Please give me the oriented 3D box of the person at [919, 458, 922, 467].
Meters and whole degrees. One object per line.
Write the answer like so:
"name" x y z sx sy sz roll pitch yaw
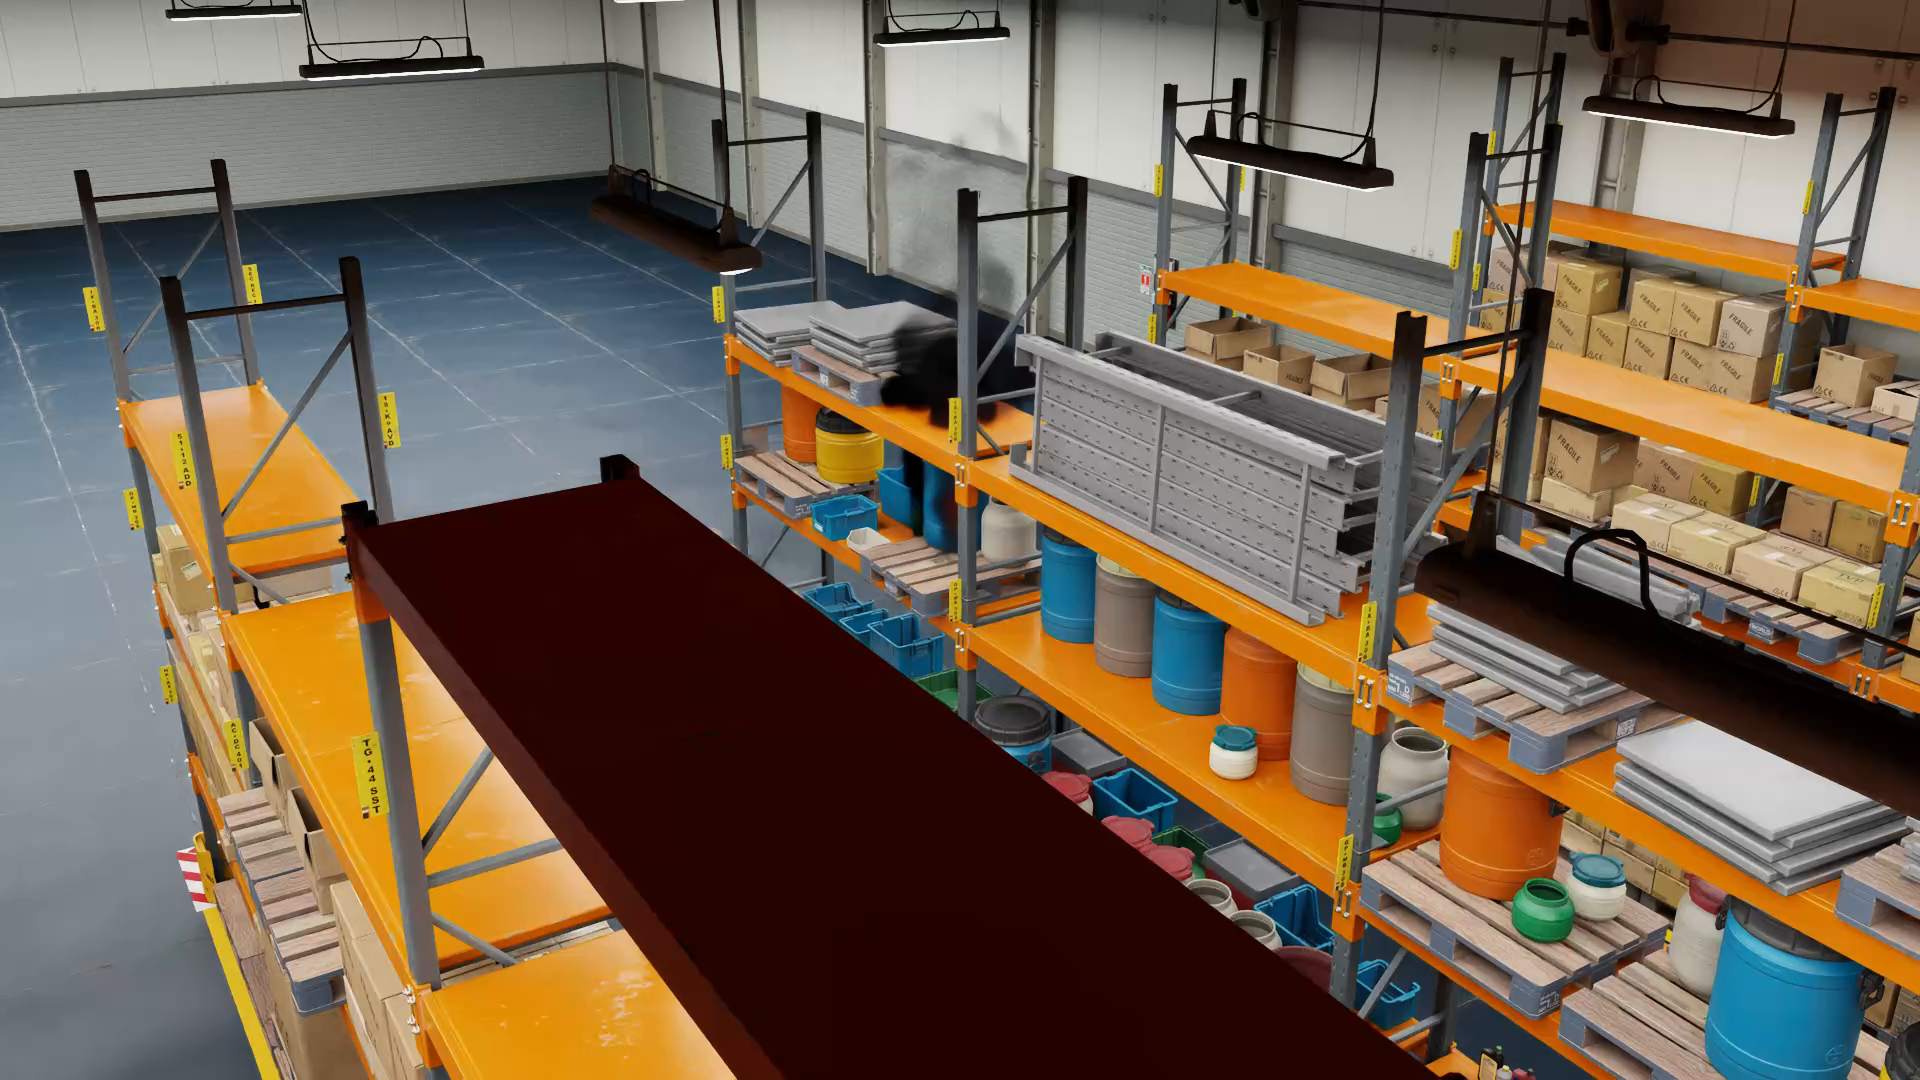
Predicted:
"person" -0.339 -0.271 19.715 0.721 1.753 0.646 -2 22 -6
